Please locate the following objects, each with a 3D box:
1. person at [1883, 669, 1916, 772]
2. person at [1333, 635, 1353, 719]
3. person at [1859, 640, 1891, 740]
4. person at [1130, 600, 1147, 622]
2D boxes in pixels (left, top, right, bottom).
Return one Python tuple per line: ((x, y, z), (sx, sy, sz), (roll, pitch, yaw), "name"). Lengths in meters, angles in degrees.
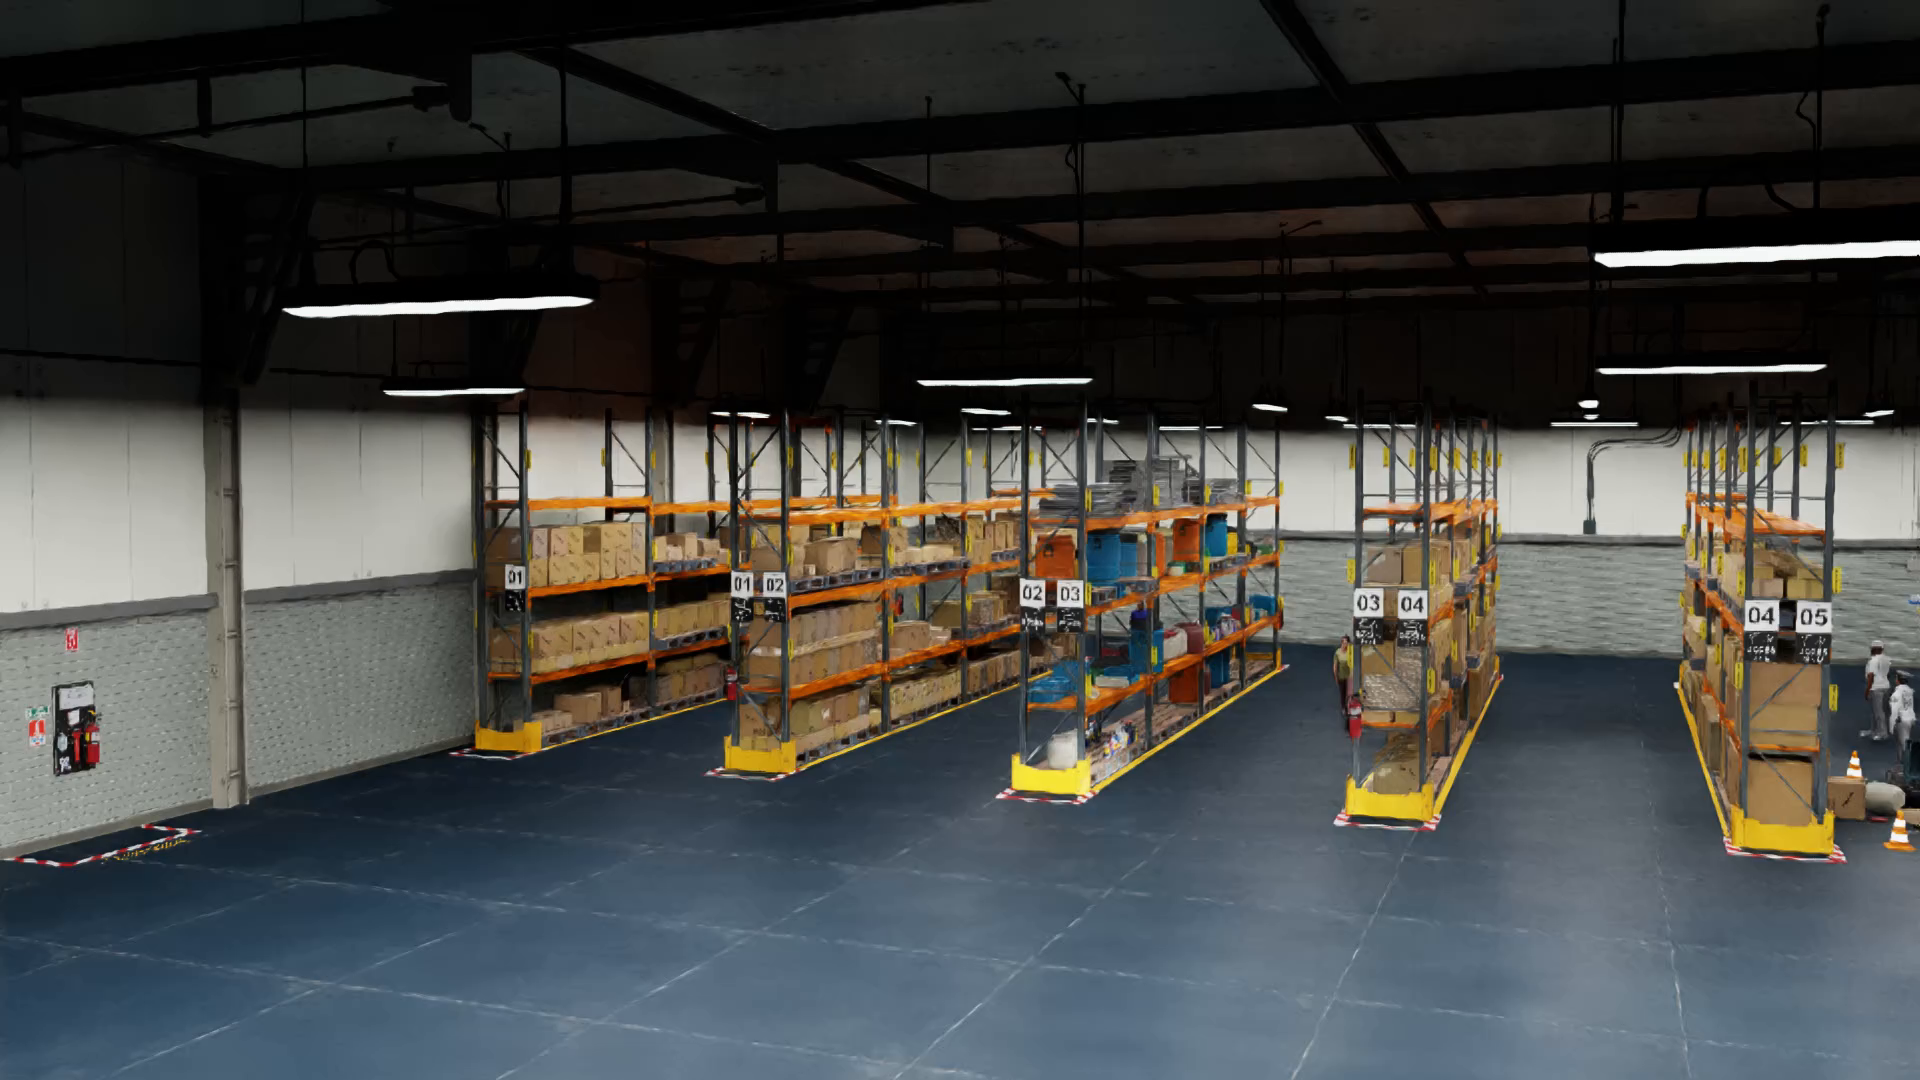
((14.809, 2.879, 26.190), (0.572, 1.667, 0.542), (-2, 4, -39), "person")
((7.439, 2.625, 32.155), (0.448, 1.590, 1.110), (1, 3, 23), "person")
((16.365, 2.659, 29.738), (0.669, 1.764, 0.574), (-2, 4, -41), "person")
((4.415, 2.239, 40.502), (0.592, 1.604, 0.513), (1, 3, 19), "person")
